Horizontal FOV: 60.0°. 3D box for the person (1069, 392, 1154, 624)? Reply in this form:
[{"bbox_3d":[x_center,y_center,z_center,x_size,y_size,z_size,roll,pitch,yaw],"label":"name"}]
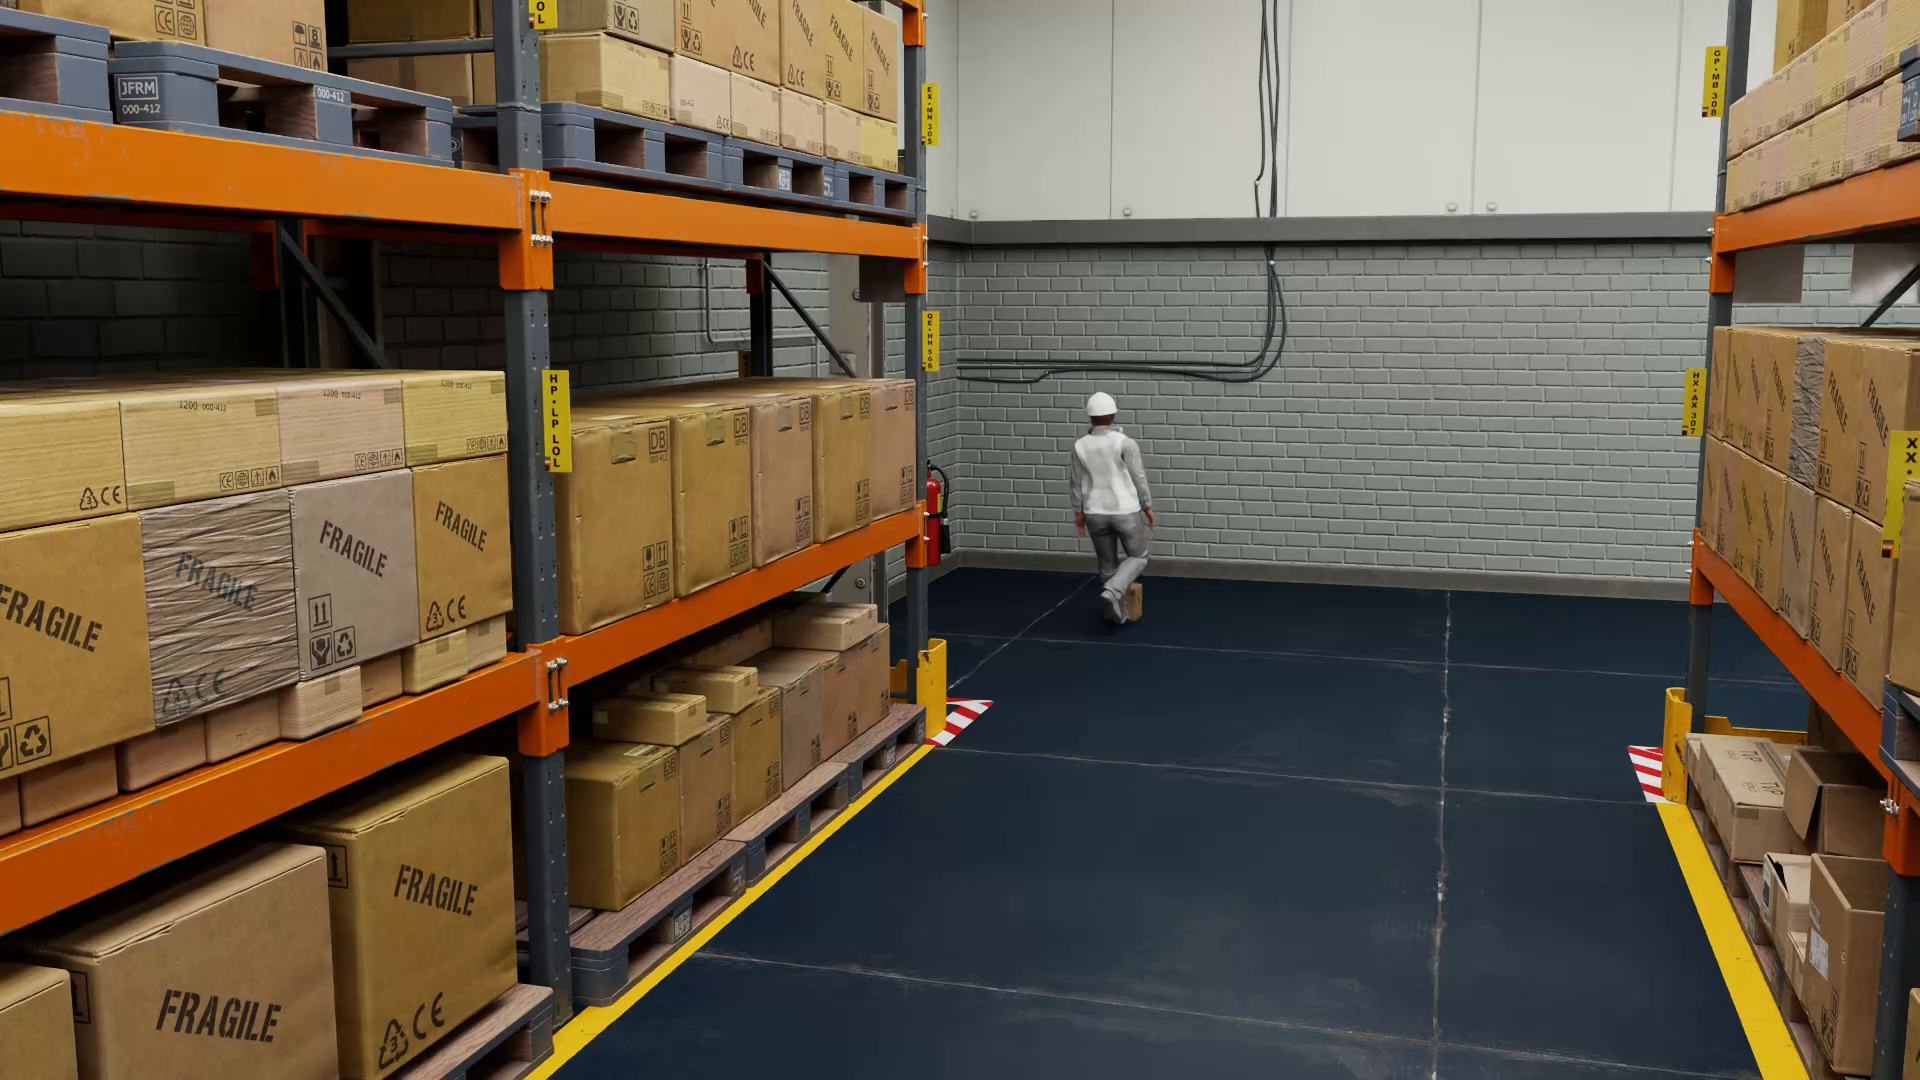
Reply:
[{"bbox_3d":[1.148,-0.221,12.284,0.609,1.748,0.735,4,9,24],"label":"person"}]
